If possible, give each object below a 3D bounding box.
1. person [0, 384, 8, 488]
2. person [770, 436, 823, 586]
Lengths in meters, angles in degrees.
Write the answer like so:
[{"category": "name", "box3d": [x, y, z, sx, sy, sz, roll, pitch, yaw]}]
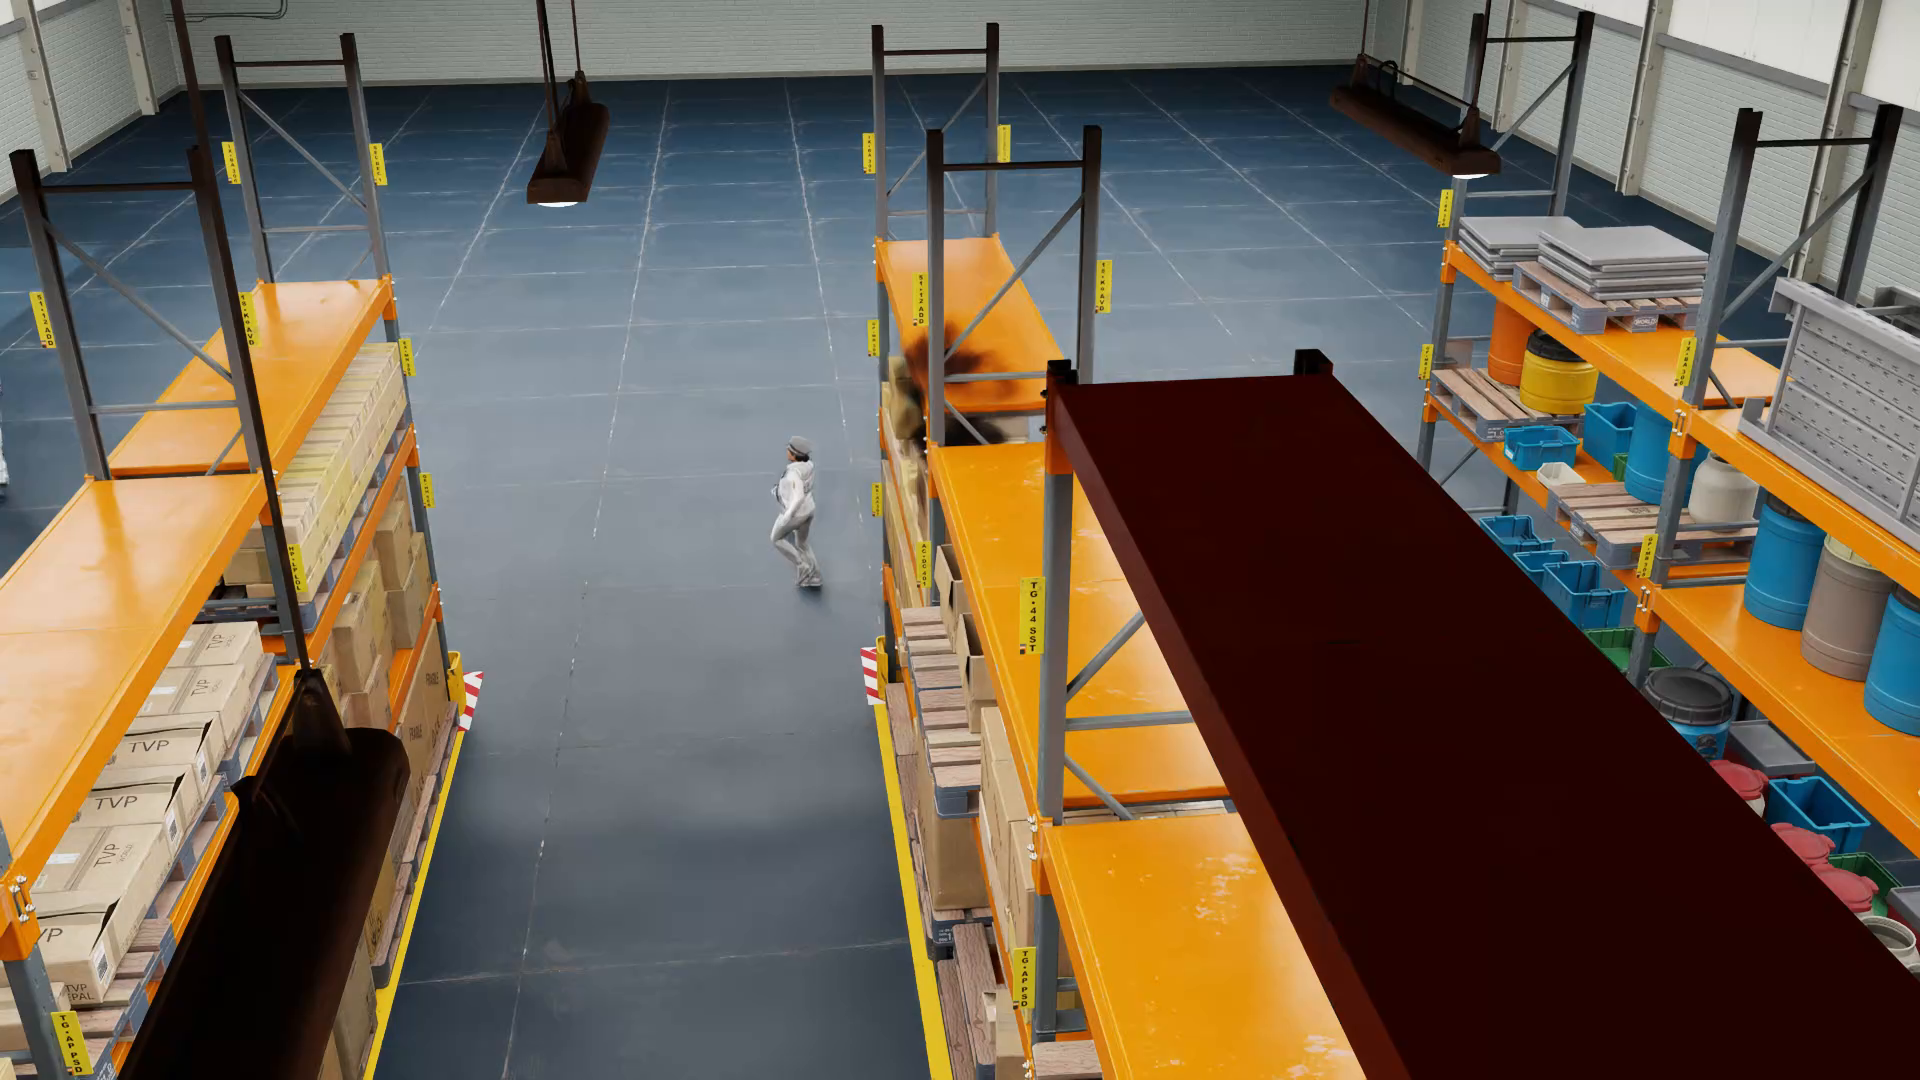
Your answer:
[{"category": "person", "box3d": [-11.513, -1.429, 19.447, 0.712, 1.818, 0.969, -22, 33, -38]}, {"category": "person", "box3d": [-1.721, -0.292, 17.177, 0.584, 1.660, 0.595, 12, 28, 24]}]
